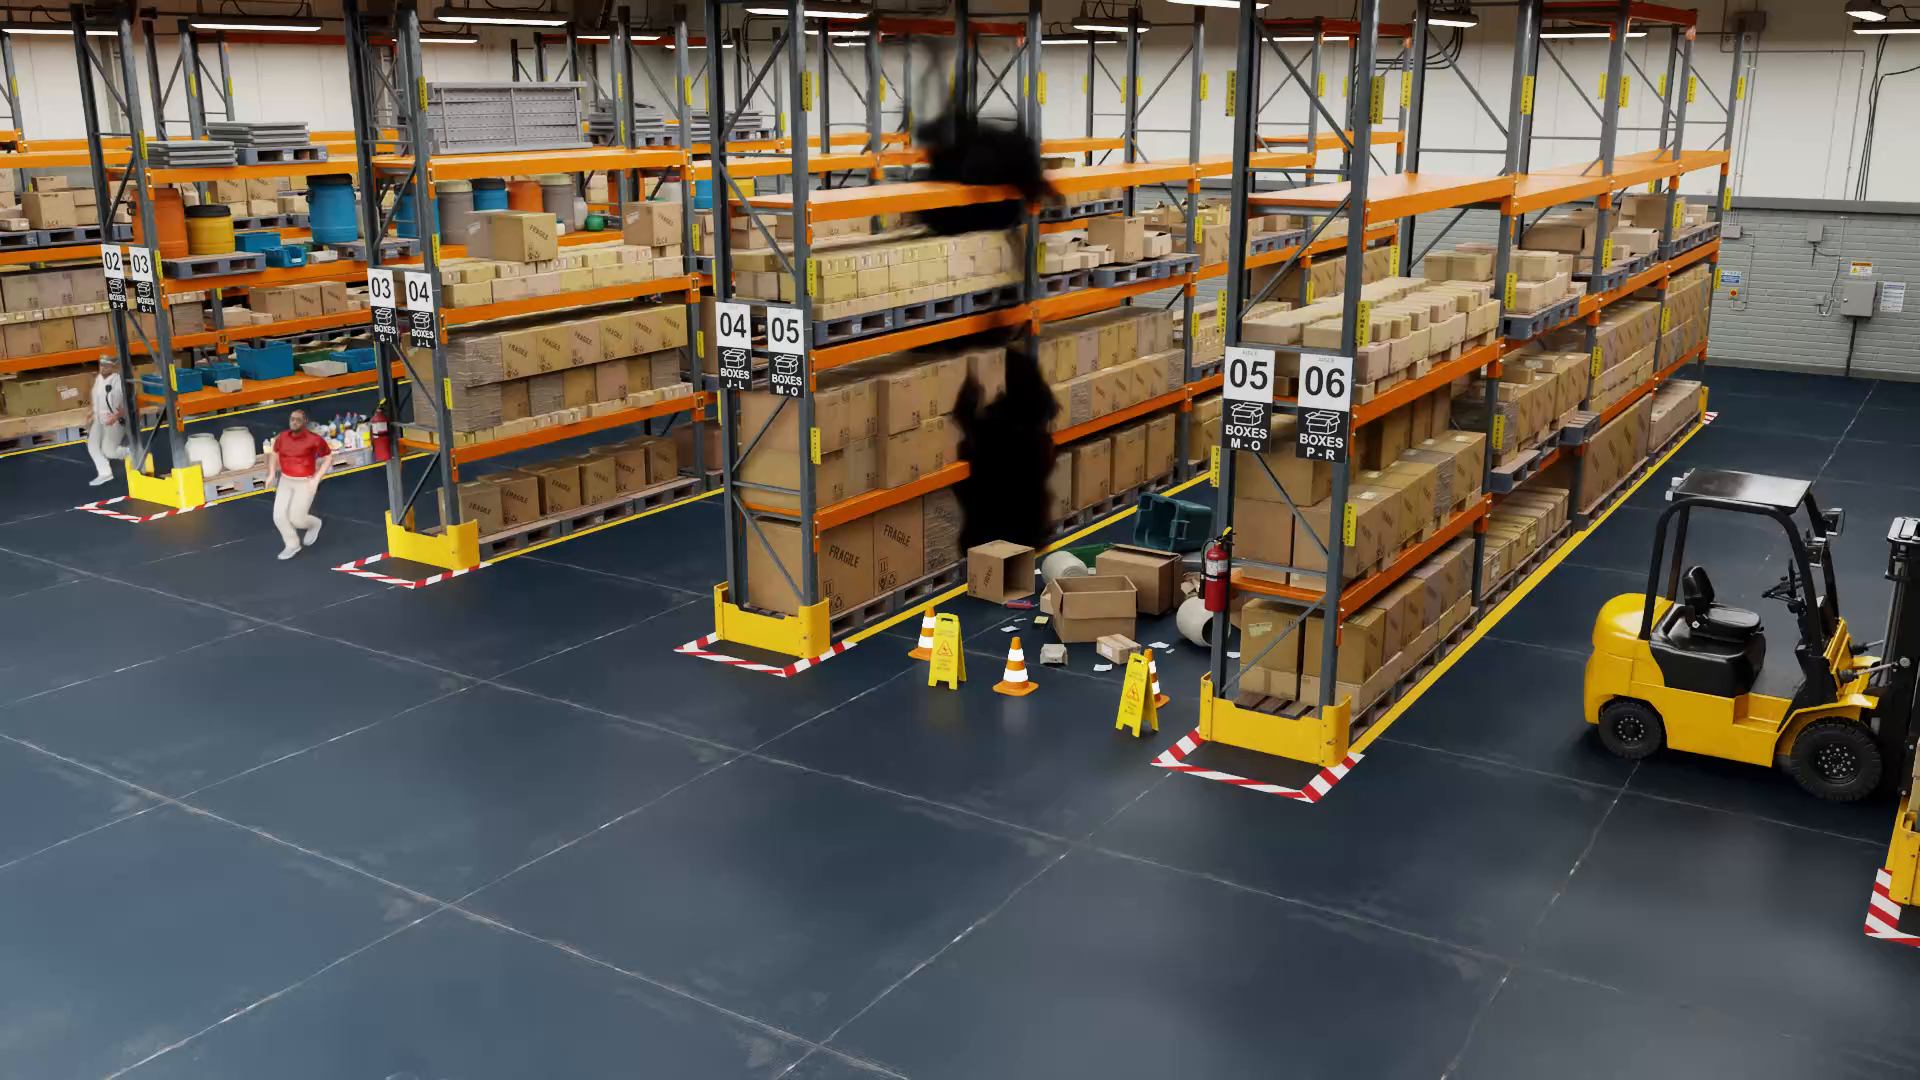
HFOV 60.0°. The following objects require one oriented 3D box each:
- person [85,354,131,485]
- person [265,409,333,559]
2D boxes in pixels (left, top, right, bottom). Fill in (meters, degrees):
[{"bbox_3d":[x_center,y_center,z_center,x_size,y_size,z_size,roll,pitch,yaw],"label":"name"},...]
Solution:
[{"bbox_3d":[-11.083,-1.590,21.773,0.703,1.726,0.620,7,17,24],"label":"person"},{"bbox_3d":[-7.298,-0.621,18.416,0.709,1.682,0.564,4,16,13],"label":"person"}]
